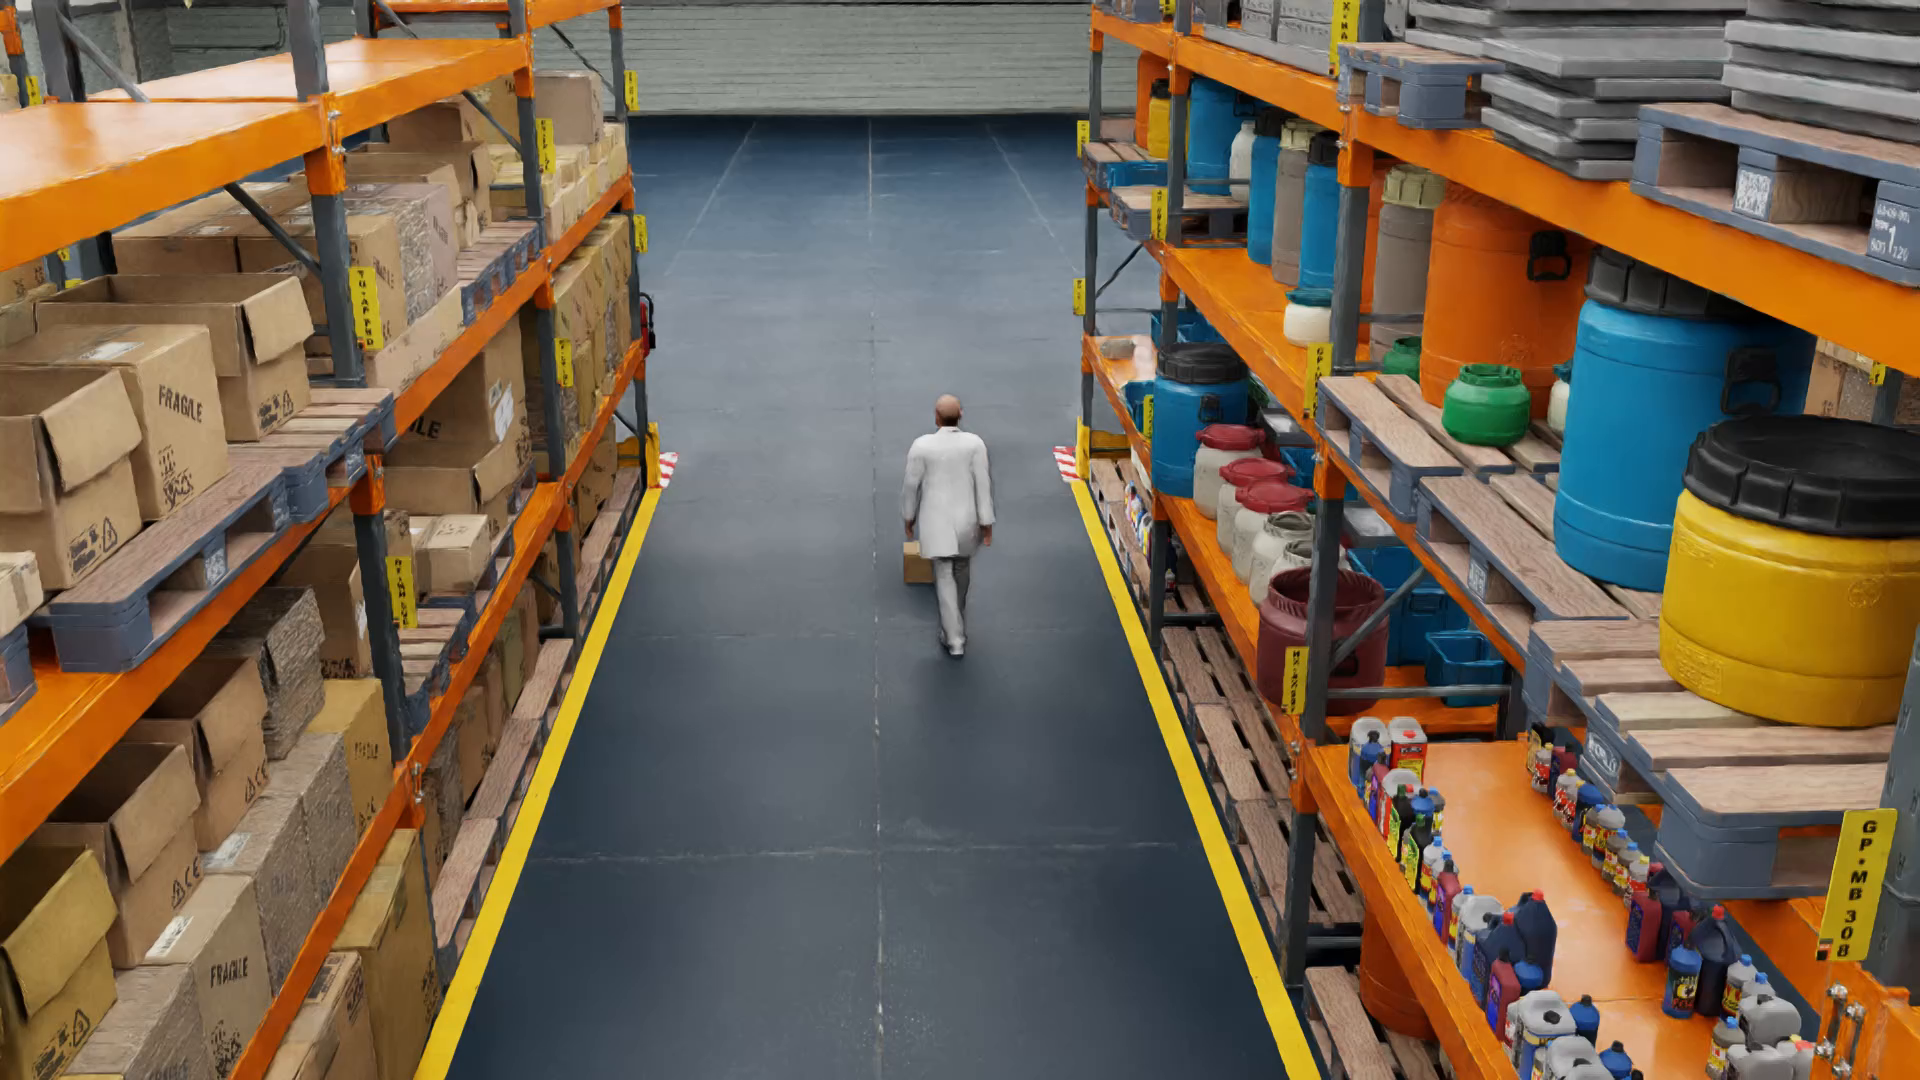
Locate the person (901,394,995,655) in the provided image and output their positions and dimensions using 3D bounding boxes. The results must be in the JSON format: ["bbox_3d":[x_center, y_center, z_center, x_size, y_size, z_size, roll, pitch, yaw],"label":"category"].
[{"bbox_3d":[-0.105,-0.176,11.551,0.610,1.737,0.948,-4,21,-12],"label":"person"}]
